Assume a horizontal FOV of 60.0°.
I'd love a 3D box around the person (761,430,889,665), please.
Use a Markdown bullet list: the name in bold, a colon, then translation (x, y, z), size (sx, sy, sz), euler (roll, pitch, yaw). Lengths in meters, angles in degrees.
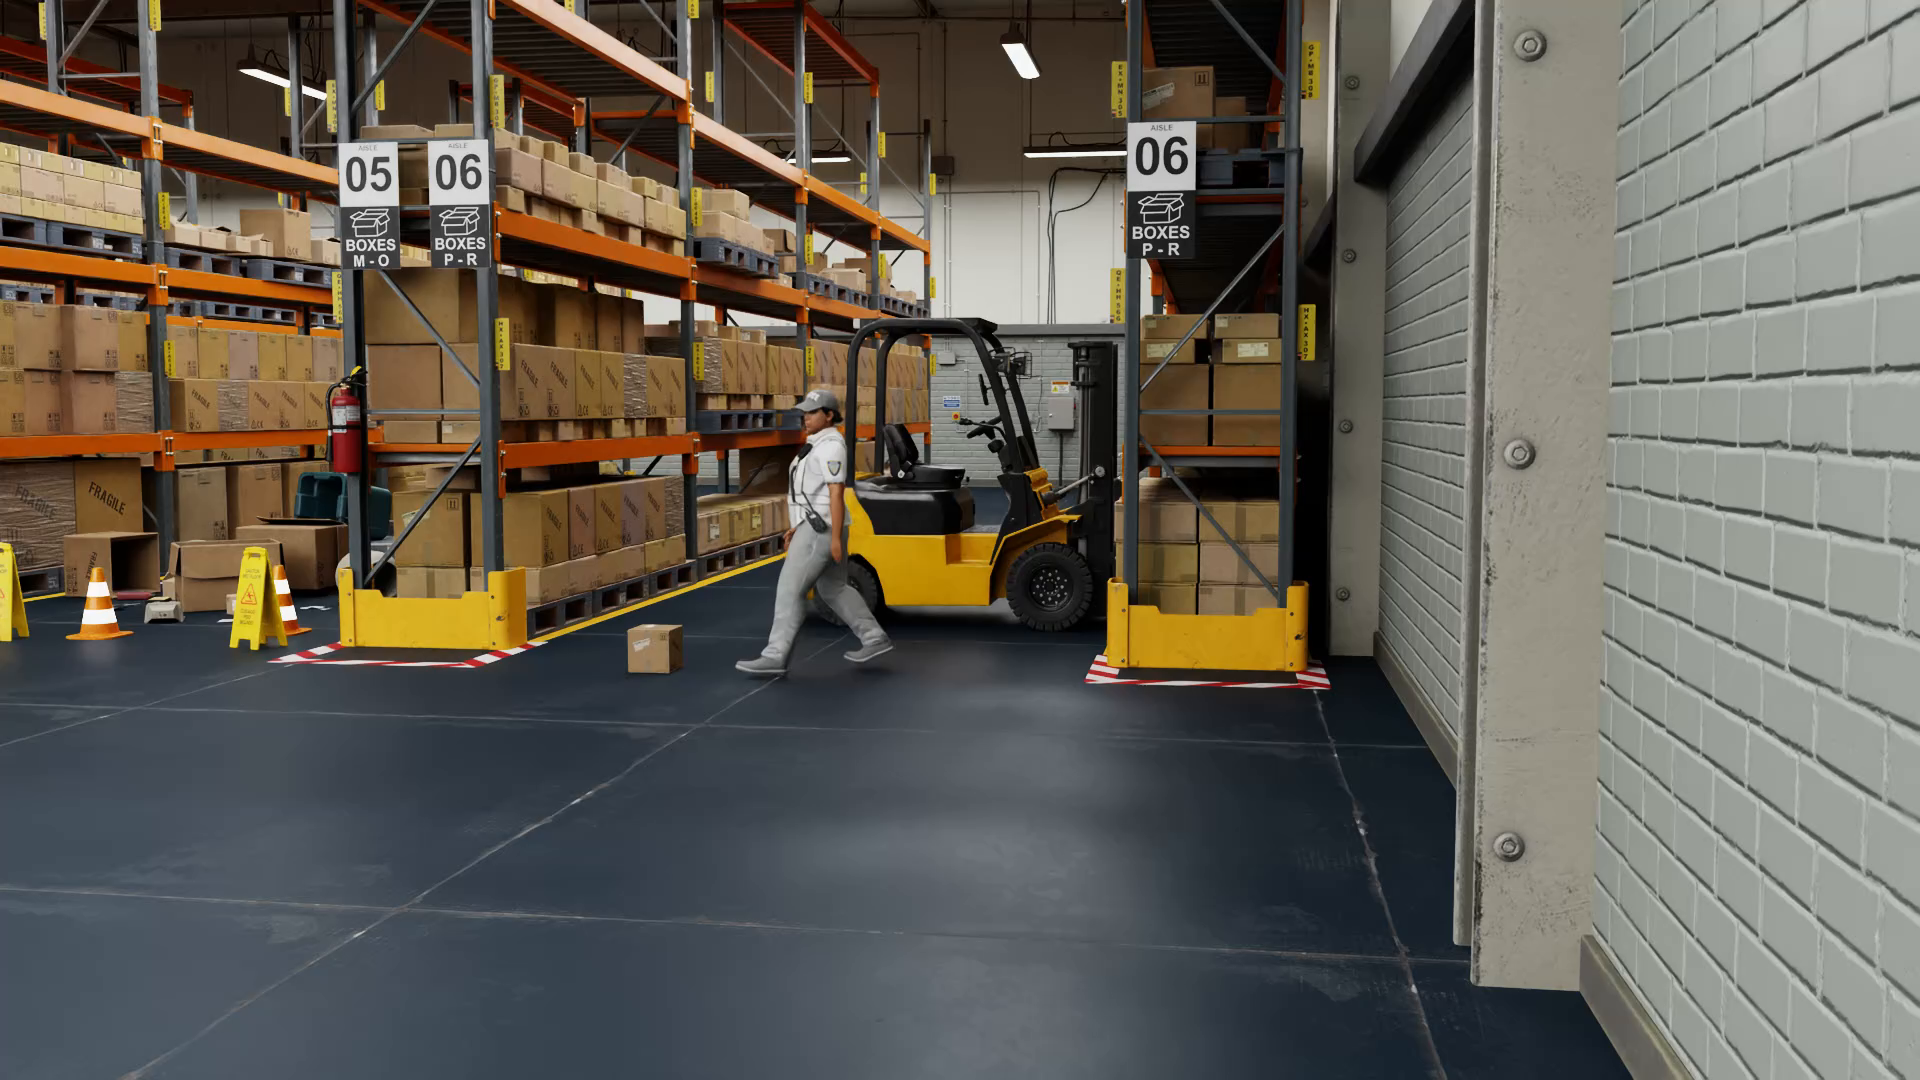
- **person**: translation (-0.779, 0.033, 9.621), size (0.751, 1.340, 0.425), euler (0, 5, -6)
